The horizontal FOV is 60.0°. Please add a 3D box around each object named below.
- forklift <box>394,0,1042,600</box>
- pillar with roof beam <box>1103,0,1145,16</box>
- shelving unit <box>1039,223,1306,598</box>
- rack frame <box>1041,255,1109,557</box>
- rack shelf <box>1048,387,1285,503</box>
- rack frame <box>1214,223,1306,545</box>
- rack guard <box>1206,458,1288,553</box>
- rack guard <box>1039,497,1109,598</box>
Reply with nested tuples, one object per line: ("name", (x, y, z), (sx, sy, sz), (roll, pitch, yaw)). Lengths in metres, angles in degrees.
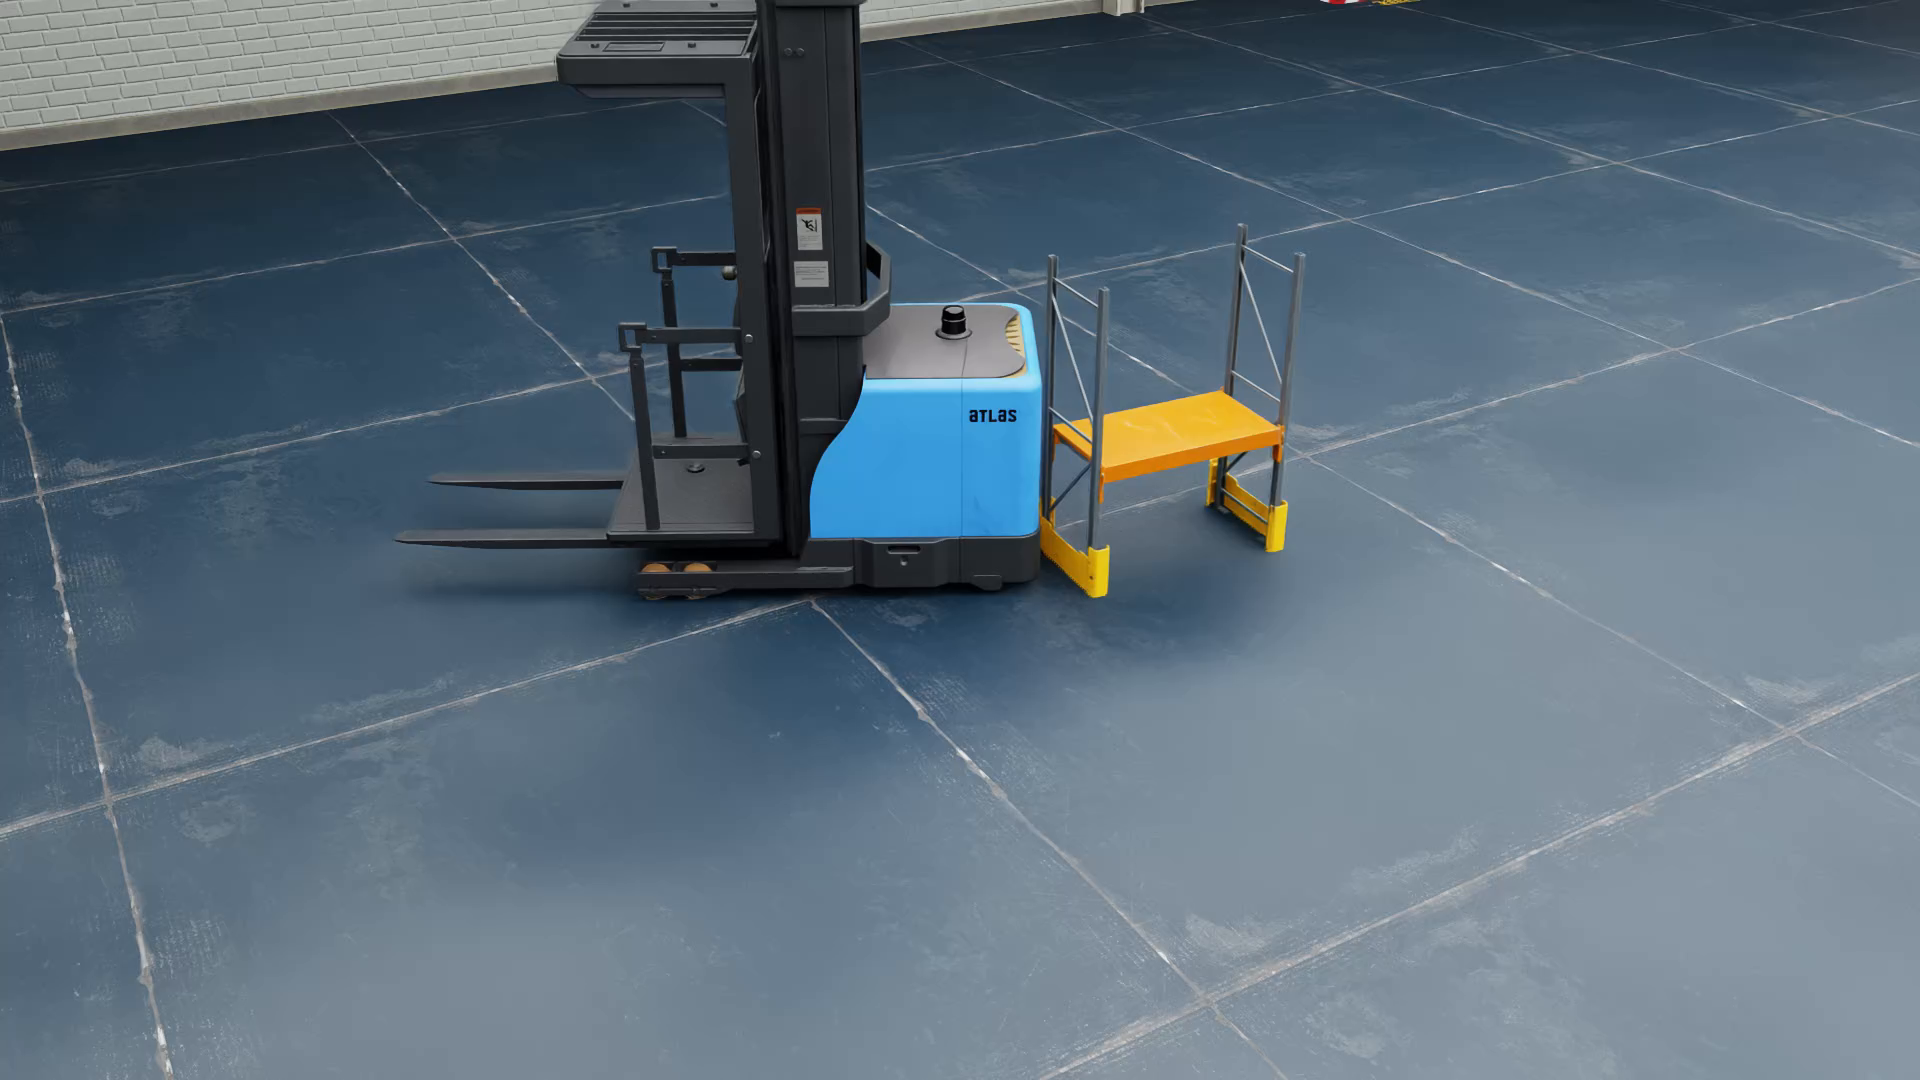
("forklift", (-1.147, -1.263, 7.505), (3.031, 2.935, 1.130), (-1, 29, -1))
("pillar with roof beam", (4.083, -8.316, 14.006), (0.400, 9.000, 9.100), (-16, 33, -26))
("shelving unit", (0.981, -0.623, 7.826), (1.083, 1.500, 0.587), (-13, 31, -22))
("rack frame", (0.515, -0.514, 7.630), (0.032, 1.500, 0.500), (-13, 31, -22))
("rack shelf", (0.973, -0.463, 7.910), (1.000, 0.185, 0.538), (-13, 31, -22))
("rack frame", (1.431, -0.728, 8.016), (0.032, 1.500, 0.500), (-13, 31, -22))
("rack guard", (1.430, -0.180, 8.318), (0.087, 0.250, 0.587), (-13, 31, -22))
("rack guard", (0.532, 0.029, 7.939), (0.087, 0.250, 0.587), (-13, 31, -22))
